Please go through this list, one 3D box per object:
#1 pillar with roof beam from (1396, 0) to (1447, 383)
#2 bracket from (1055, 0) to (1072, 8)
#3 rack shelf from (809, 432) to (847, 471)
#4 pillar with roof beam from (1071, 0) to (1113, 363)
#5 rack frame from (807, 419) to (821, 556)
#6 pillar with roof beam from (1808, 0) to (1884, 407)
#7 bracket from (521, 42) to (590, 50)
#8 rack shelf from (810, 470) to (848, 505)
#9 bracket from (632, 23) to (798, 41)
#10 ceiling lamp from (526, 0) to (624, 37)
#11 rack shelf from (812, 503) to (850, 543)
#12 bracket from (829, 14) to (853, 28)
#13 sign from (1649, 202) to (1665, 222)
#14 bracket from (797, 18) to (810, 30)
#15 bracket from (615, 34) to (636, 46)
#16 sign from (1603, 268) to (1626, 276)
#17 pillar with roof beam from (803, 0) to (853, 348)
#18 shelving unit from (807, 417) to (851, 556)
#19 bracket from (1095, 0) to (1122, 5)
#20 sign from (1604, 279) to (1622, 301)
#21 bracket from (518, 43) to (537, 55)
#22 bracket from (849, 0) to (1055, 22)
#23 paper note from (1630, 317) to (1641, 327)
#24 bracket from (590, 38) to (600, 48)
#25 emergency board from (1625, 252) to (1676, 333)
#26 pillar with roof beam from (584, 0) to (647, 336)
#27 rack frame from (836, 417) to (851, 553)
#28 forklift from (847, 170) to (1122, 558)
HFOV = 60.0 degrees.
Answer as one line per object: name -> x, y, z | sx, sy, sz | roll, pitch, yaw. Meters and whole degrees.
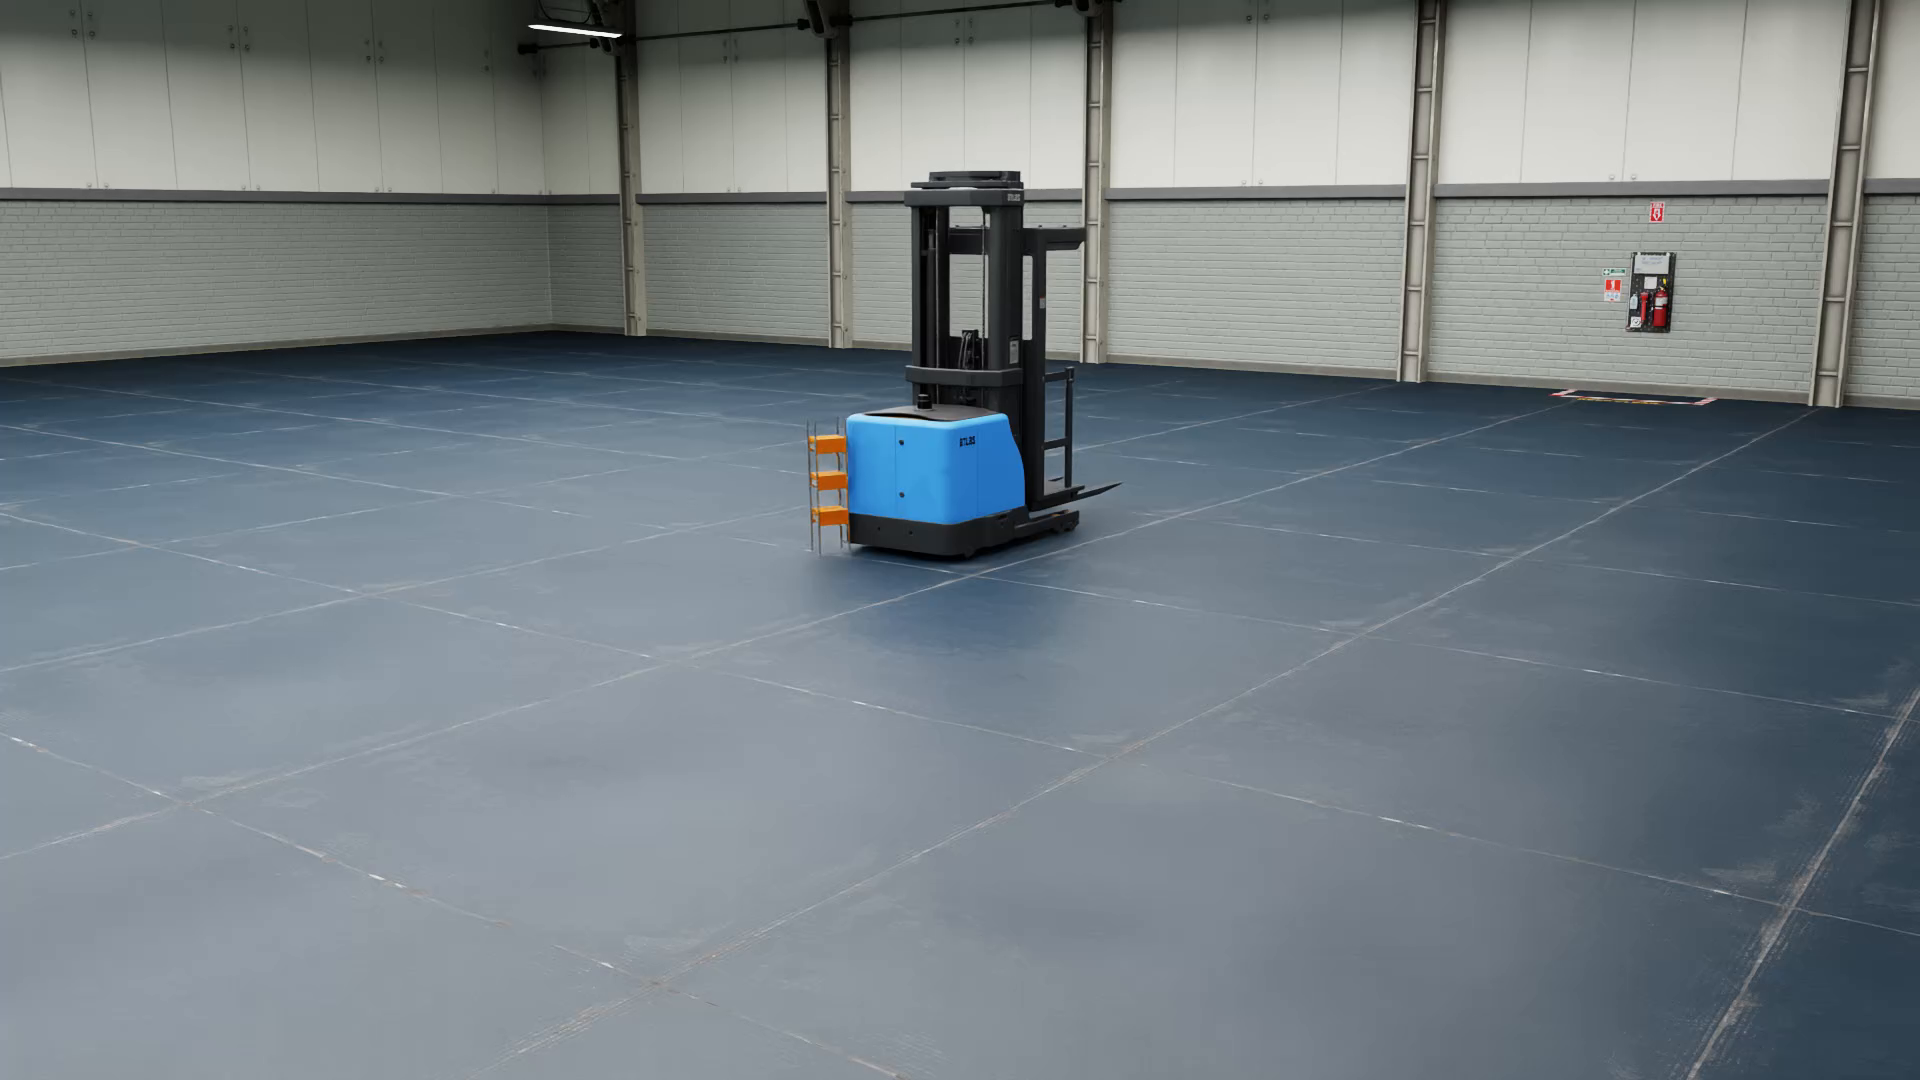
pillar with roof beam -> 4.713, -6.312, 22.465 | 0.400, 9.000, 9.100 | 8, 13, 36
bracket -> 1.880, -9.405, 28.977 | 0.430, 0.232, 0.235 | 8, 13, 36
rack shelf -> -1.025, -0.685, 12.850 | 0.240, 0.259, 0.215 | -6, 13, -23
pillar with roof beam -> -0.123, -6.987, 25.952 | 0.548, 9.000, 9.100 | 8, 13, 36
rack frame -> -1.131, -0.405, 12.858 | 0.008, 1.050, 0.200 | -6, 13, -23
pillar with roof beam -> 9.549, -5.638, 18.978 | 0.400, 9.000, 9.100 | 8, 13, 36
bracket -> -9.226, -10.954, 36.985 | 3.189, 0.066, 0.076 | 8, 13, 36
rack shelf -> -1.019, -0.407, 12.907 | 0.240, 0.259, 0.215 | -6, 13, -23
bracket -> -5.046, -10.371, 33.971 | 4.783, 0.066, 0.076 | 8, 13, 36
ceiling lamp -> -7.069, -10.667, 29.607 | 0.800, 3.185, 2.000 | 8, 13, 36
rack shelf -> -1.013, -0.134, 12.963 | 0.240, 0.259, 0.215 | -6, 13, -23
bracket -> -2.287, -9.986, 31.981 | 0.430, 0.232, 0.235 | 8, 13, 36
sign -> 10.180, -4.789, 24.284 | 0.199, 0.298, 0.001 | 8, 13, 36
bracket -> -2.956, -10.080, 32.464 | 0.430, 0.232, 0.235 | 8, 13, 36
bracket -> -7.123, -10.661, 35.468 | 0.430, 0.232, 0.235 | 8, 13, 36
sign -> 9.741, -3.989, 24.761 | 0.331, 0.109, 0.001 | 8, 13, 36
pillar with roof beam -> -4.959, -7.661, 29.439 | 0.548, 9.000, 9.100 | 8, 13, 36
shelving unit -> -1.020, -0.417, 12.905 | 0.252, 1.050, 0.215 | -6, 13, -23
bracket -> 2.549, -9.312, 28.495 | 0.430, 0.232, 0.235 | 8, 13, 36
sign -> 9.743, -3.730, 24.821 | 0.234, 0.329, 0.001 | 8, 13, 36
bracket -> -9.702, -11.021, 37.328 | 0.430, 0.232, 0.235 | 8, 13, 36
bracket -> -0.210, -9.697, 30.484 | 4.783, 0.066, 0.076 | 8, 13, 36
paper note -> 10.026, -3.233, 24.662 | 0.142, 0.148, 0.016 | 8, 13, 36
bracket -> -7.792, -10.754, 35.951 | 0.430, 0.232, 0.235 | 8, 13, 36
emergency board -> 10.128, -3.635, 24.421 | 0.643, 1.169, 0.194 | 8, 13, 36
pillar with roof beam -> -9.796, -8.336, 32.926 | 0.548, 9.000, 9.100 | 8, 13, 36
rack frame -> -0.908, -0.429, 12.952 | 0.008, 1.050, 0.200 | -6, 13, -23
forklift -> 0.346, -1.537, 13.759 | 1.130, 2.935, 3.031 | 7, 13, 33
